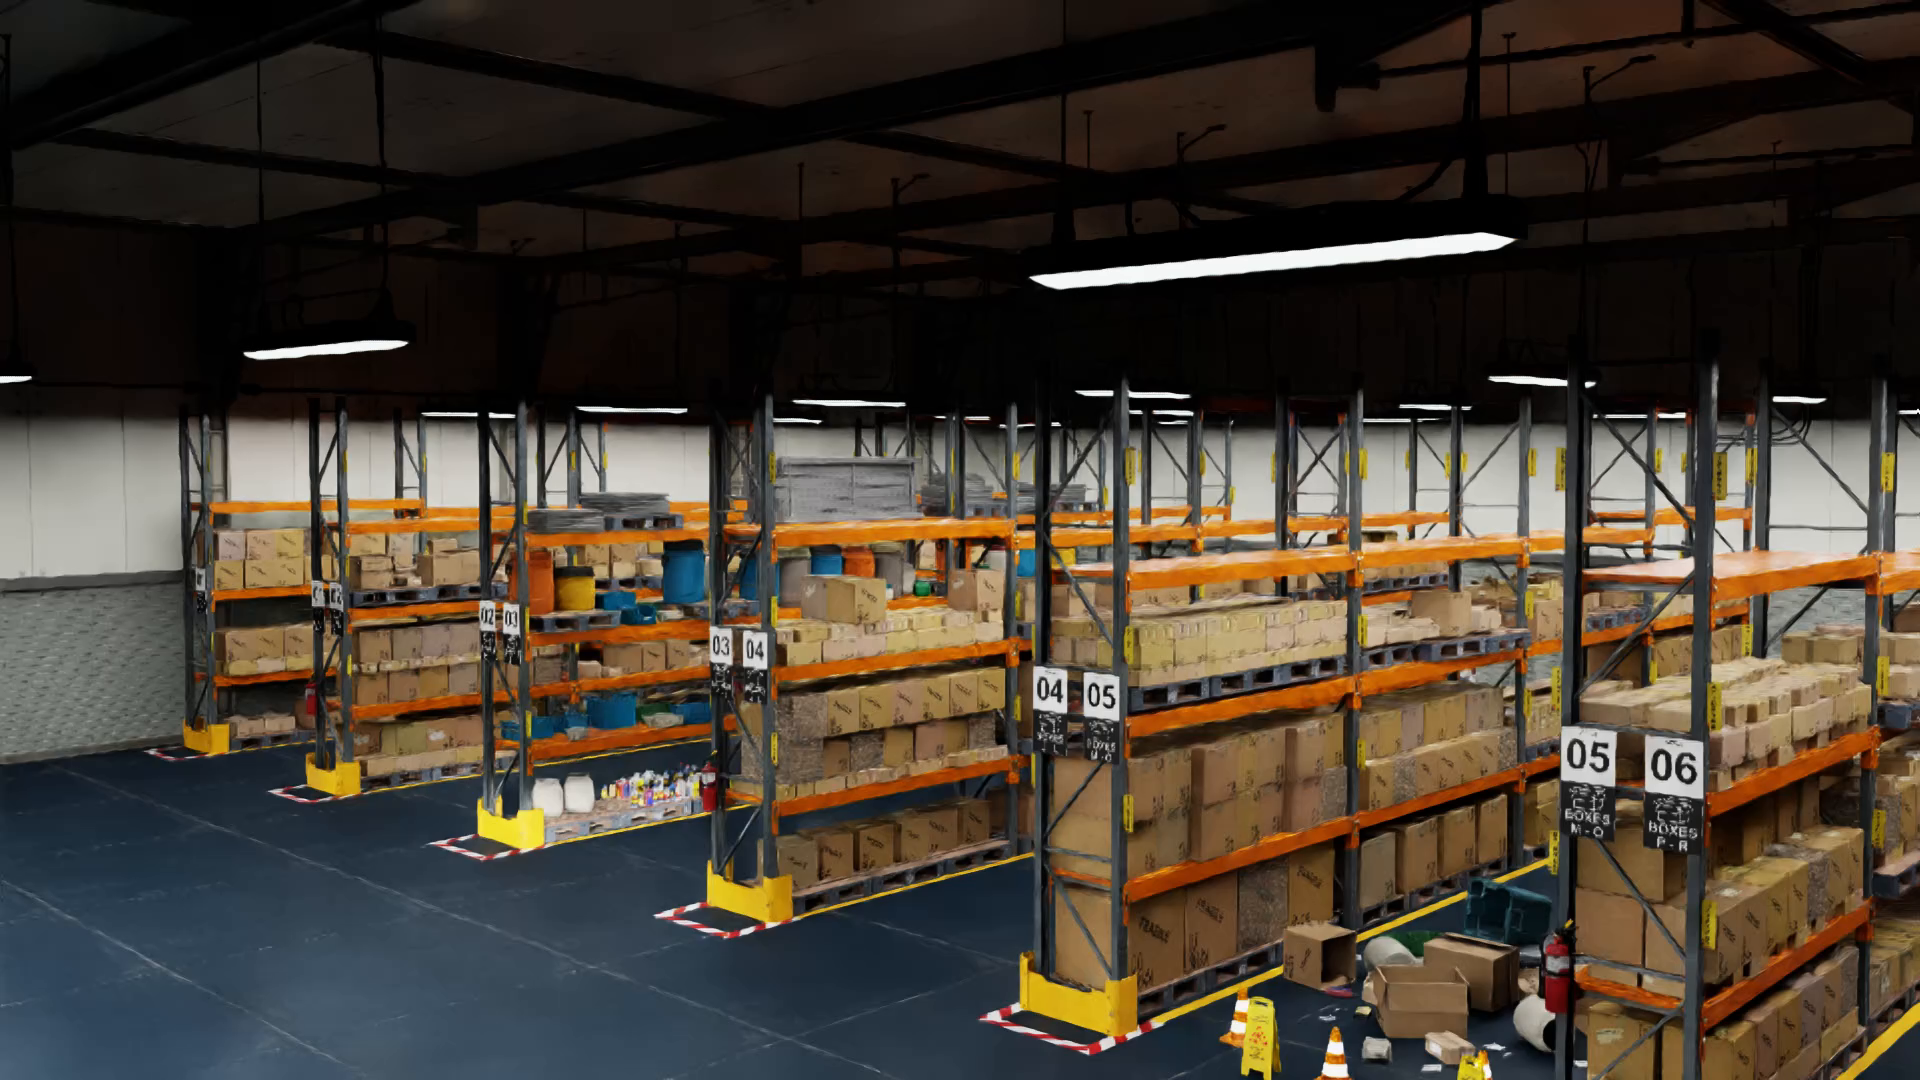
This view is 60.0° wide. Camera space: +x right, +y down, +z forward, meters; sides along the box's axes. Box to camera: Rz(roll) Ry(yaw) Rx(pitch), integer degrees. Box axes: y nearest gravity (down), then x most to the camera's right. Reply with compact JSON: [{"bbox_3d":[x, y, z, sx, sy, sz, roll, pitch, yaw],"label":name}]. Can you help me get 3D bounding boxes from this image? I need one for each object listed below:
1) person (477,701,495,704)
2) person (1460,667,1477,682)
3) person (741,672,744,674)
[{"bbox_3d":[-8.377,2.774,29.282,0.408,1.680,0.538,1,3,12],"label":"person"},{"bbox_3d":[9.814,2.608,32.300,0.983,1.731,0.605,-1,3,-26],"label":"person"},{"bbox_3d":[-4.367,2.625,34.798,0.443,1.402,0.998,3,4,43],"label":"person"}]
